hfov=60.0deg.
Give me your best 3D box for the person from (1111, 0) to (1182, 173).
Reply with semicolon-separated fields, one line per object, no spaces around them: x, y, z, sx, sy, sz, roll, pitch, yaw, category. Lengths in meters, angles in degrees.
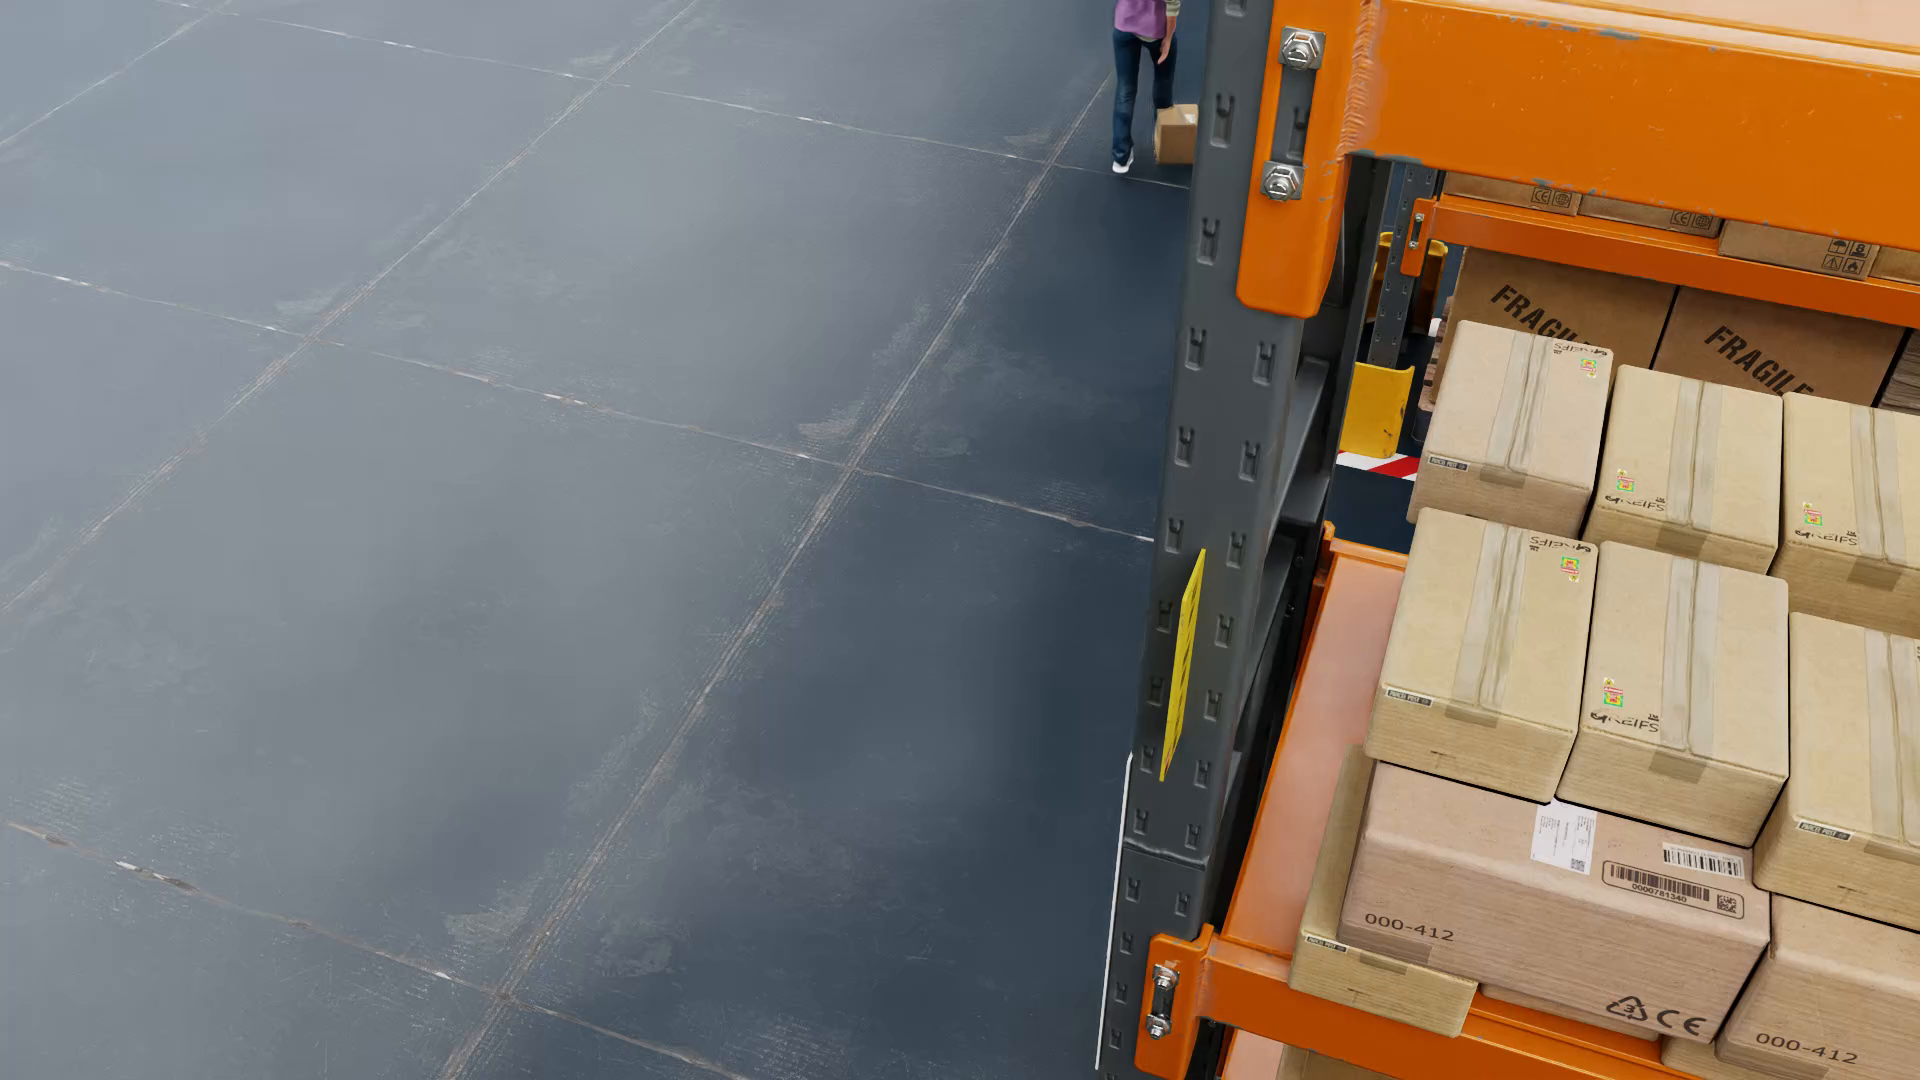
1.065;-2.926;9.390;0.422;1.574;0.821;14;44;15;person
